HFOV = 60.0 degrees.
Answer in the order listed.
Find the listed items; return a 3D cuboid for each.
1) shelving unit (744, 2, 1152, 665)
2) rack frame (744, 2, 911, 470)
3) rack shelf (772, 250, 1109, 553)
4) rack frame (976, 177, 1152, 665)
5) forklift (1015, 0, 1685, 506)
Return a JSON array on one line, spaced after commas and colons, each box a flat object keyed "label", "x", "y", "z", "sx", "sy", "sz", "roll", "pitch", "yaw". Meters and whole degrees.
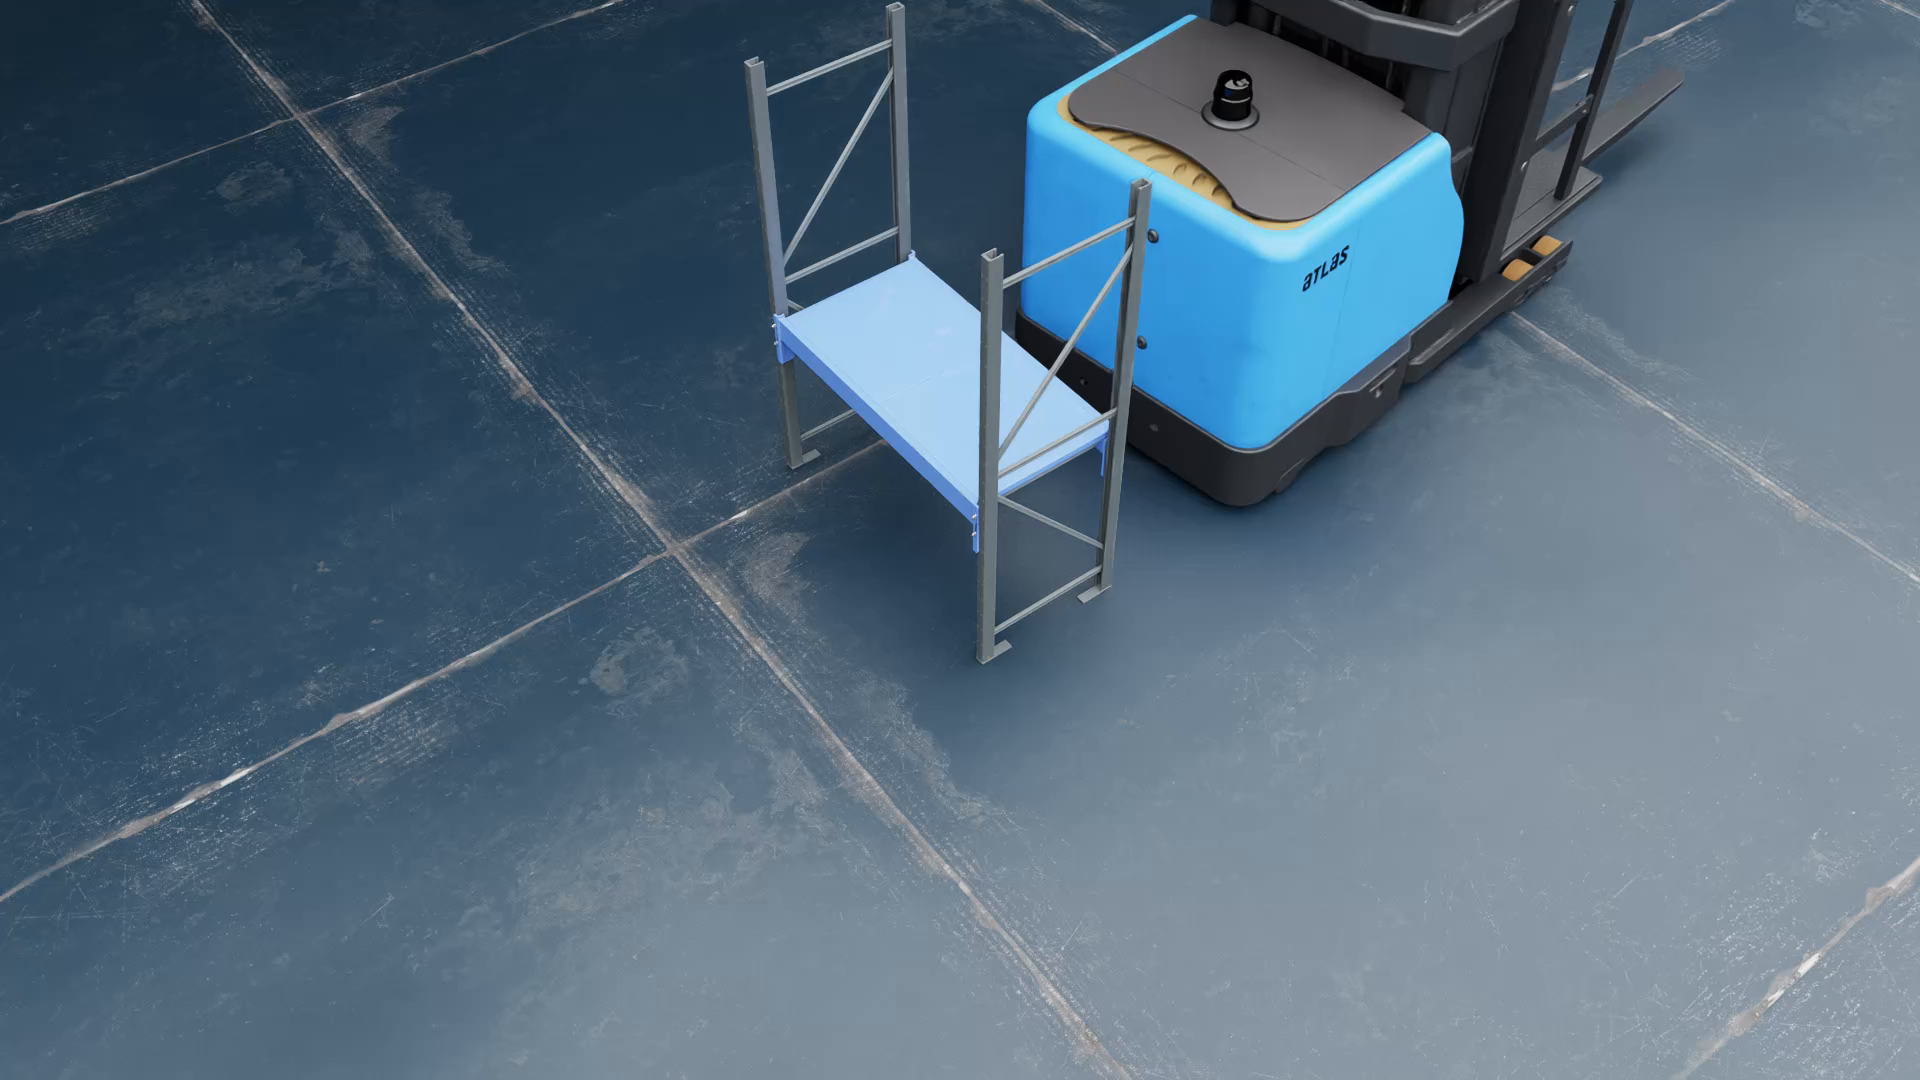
[{"label": "shelving unit", "x": -0.052, "y": -0.554, "z": 4.740, "sx": 0.538, "sy": 1.500, "sz": 1.048, "roll": -29, "pitch": 54, "yaw": -24}, {"label": "rack frame", "x": -0.359, "y": -0.854, "z": 5.012, "sx": 0.500, "sy": 1.500, "sz": 0.032, "roll": -29, "pitch": 54, "yaw": -24}, {"label": "rack shelf", "x": -0.052, "y": -0.433, "z": 4.873, "sx": 0.538, "sy": 0.185, "sz": 1.000, "roll": -29, "pitch": 54, "yaw": -24}, {"label": "rack frame", "x": 0.256, "y": -0.254, "z": 4.468, "sx": 0.500, "sy": 1.500, "sz": 0.032, "roll": -29, "pitch": 54, "yaw": -24}, {"label": "forklift", "x": 1.586, "y": -2.075, "z": 5.153, "sx": 3.031, "sy": 2.935, "sz": 1.130, "roll": -36, "pitch": 57, "yaw": -28}]
